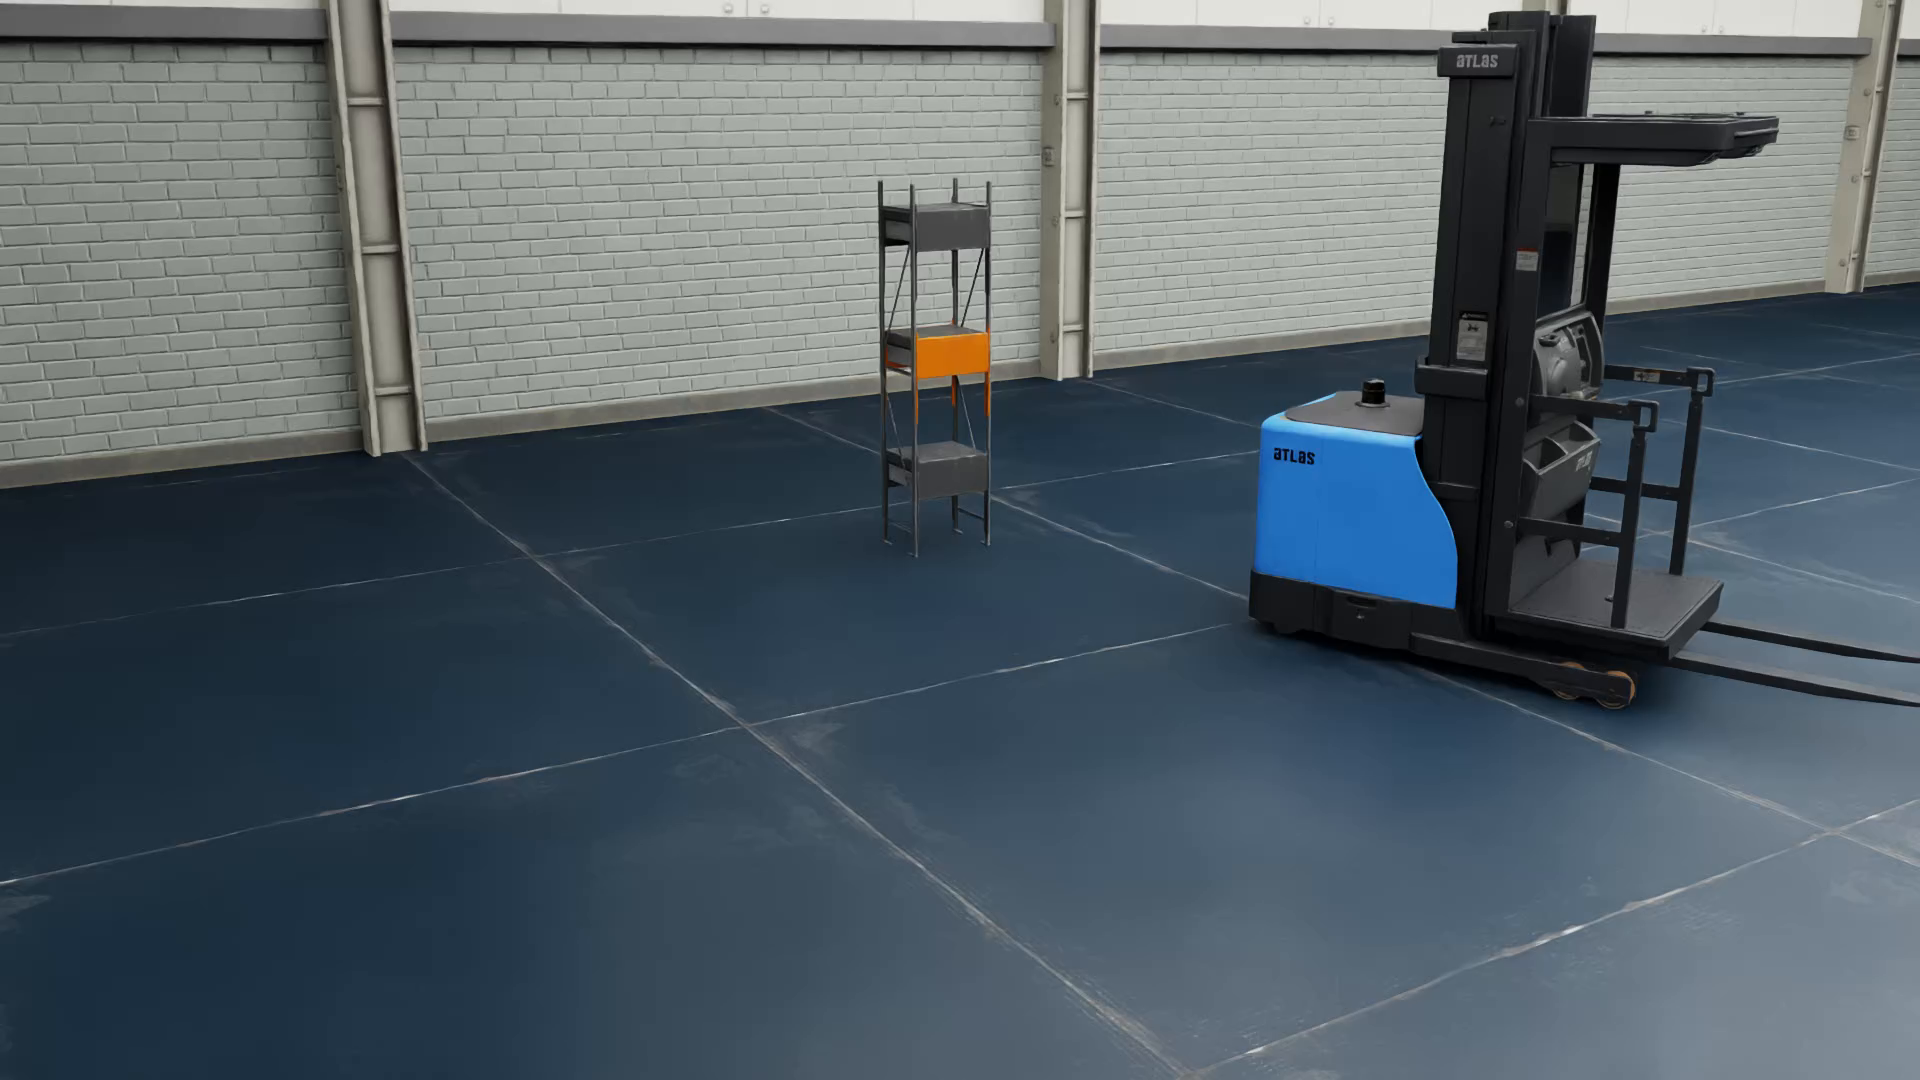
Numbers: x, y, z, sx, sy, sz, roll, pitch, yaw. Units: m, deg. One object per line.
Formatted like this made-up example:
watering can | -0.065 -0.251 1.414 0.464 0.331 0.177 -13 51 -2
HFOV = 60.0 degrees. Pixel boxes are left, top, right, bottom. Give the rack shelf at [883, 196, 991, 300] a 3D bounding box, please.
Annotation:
rack shelf | -0.142 -1.649 9.359 0.480 0.518 0.431 -9 18 -30

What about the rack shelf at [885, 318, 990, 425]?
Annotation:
rack shelf | -0.142 -0.975 9.548 0.480 0.518 0.431 -9 18 -30

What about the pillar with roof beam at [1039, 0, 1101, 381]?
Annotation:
pillar with roof beam | 3.189 -4.839 10.501 0.400 9.000 9.100 -9 18 -30

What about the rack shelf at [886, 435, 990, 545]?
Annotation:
rack shelf | -0.142 -0.301 9.737 0.480 0.518 0.431 -9 18 -30

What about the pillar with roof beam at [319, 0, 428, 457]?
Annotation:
pillar with roof beam | -1.954 -4.005 7.525 0.400 9.000 9.100 -9 18 -30

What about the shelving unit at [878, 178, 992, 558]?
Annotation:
shelving unit | -0.142 -0.988 9.544 0.503 2.100 0.431 -9 18 -30

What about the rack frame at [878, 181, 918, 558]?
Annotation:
rack frame | -0.351 -0.954 9.423 0.015 2.100 0.400 -9 18 -30

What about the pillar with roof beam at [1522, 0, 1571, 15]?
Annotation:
pillar with roof beam | 8.332 -5.673 13.476 0.400 9.000 9.100 -9 18 -30

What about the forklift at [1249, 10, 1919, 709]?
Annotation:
forklift | 2.934 -0.834 7.455 3.031 2.935 1.130 11 19 35

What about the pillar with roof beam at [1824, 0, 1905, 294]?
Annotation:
pillar with roof beam | 13.475 -6.507 16.451 0.400 9.000 9.100 -9 18 -30

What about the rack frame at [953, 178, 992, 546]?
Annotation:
rack frame | 0.067 -1.022 9.665 0.015 2.100 0.400 -9 18 -30
